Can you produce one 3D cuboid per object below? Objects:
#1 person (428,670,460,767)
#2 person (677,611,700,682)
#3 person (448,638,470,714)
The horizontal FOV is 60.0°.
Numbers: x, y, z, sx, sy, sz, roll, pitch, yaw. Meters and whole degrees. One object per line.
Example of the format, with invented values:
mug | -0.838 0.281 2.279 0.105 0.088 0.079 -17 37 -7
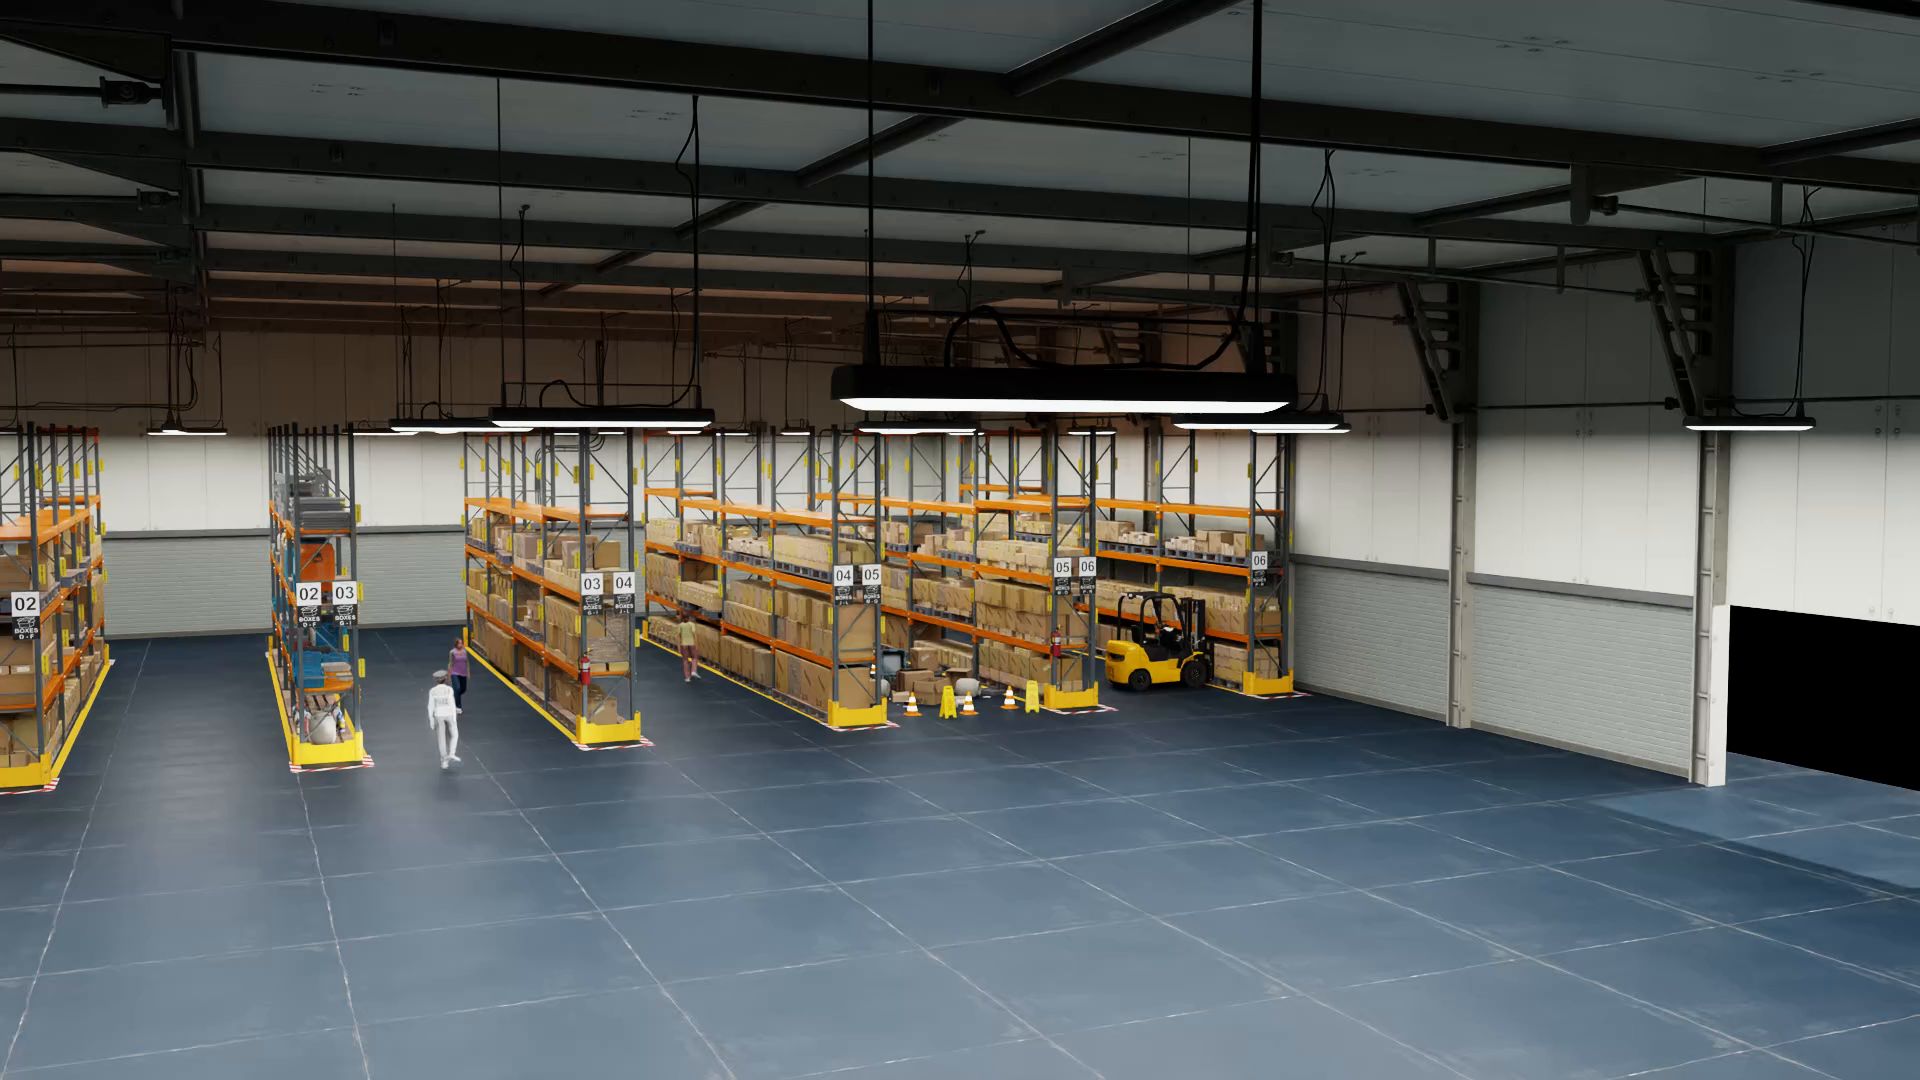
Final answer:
person | -8.979 3.111 28.926 0.527 1.674 0.483 -1 4 -13
person | -6.374 2.502 39.025 0.518 1.657 0.486 -1 4 -13
person | -10.526 2.813 34.875 0.430 1.546 0.912 -3 5 -42
